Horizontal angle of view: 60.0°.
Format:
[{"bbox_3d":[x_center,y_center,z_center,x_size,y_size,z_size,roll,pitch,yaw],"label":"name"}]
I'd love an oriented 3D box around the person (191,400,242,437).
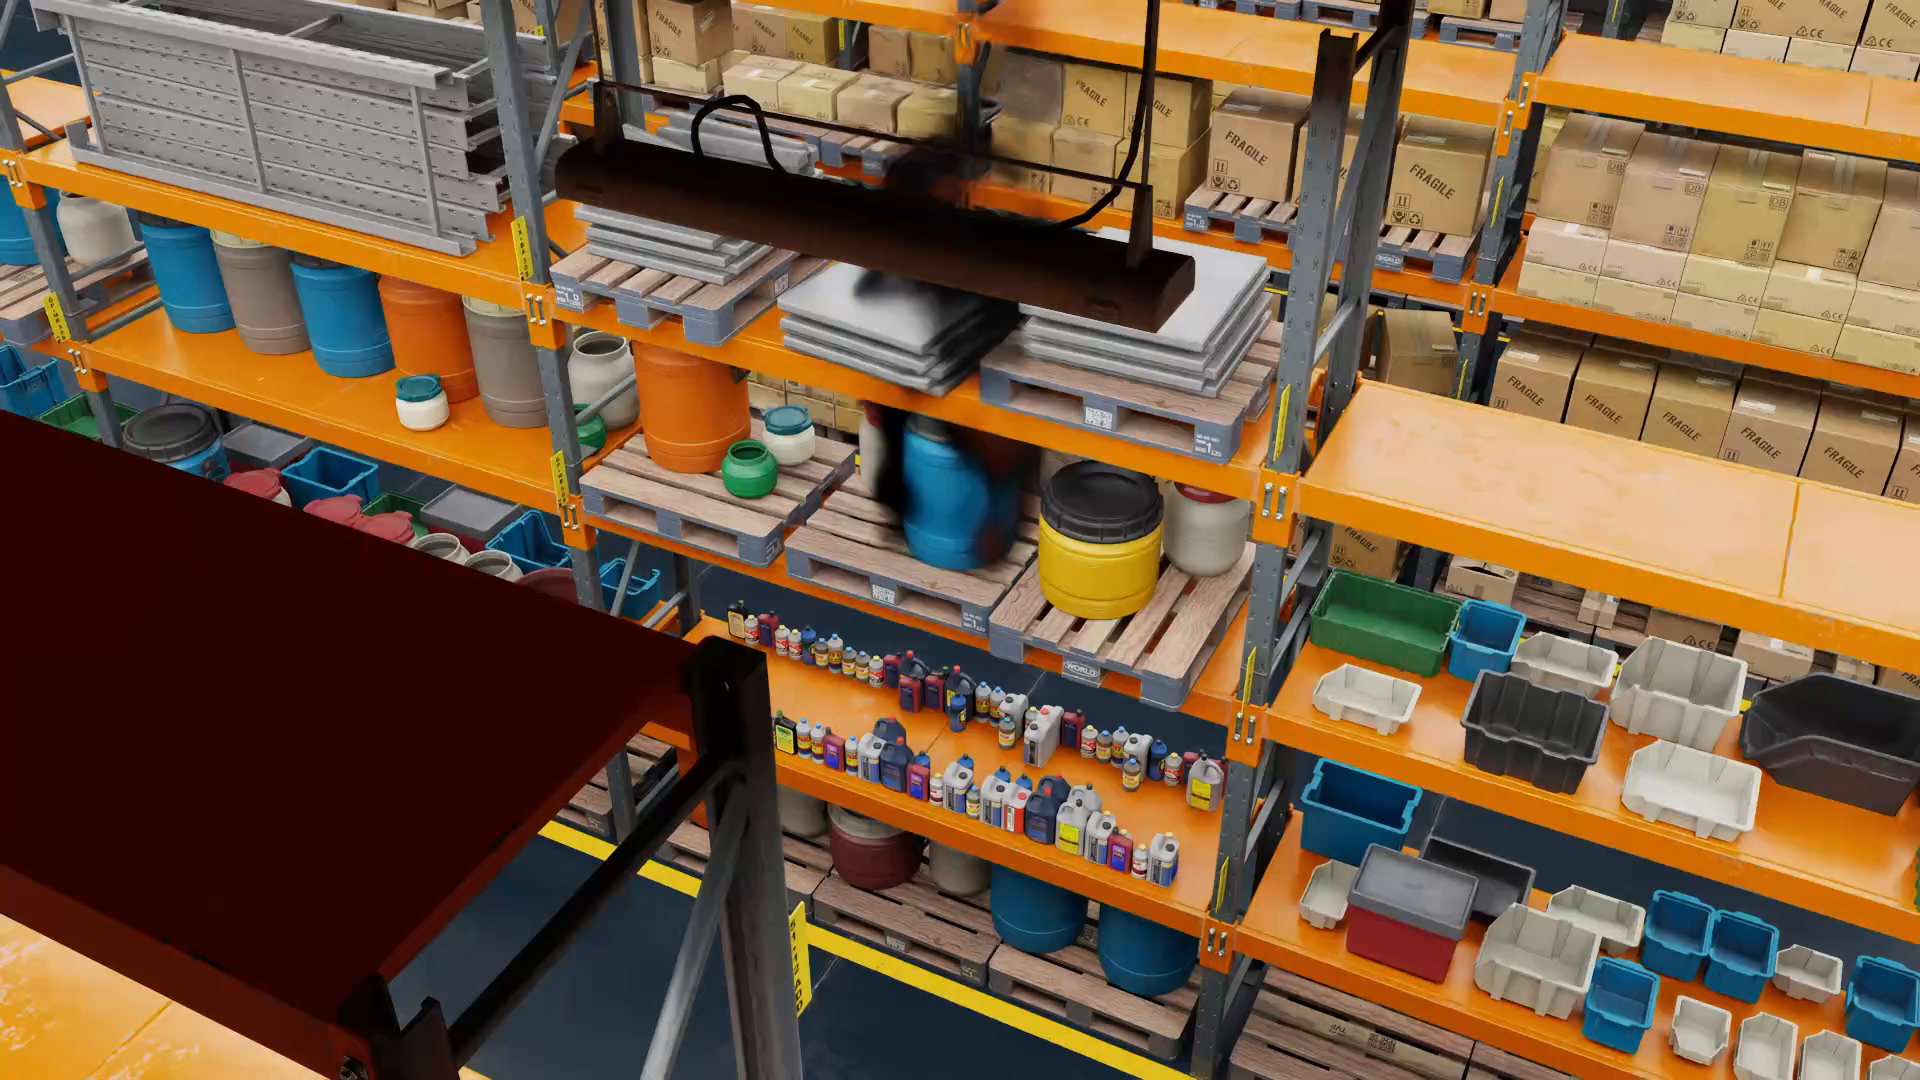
[{"bbox_3d":[-6.173,-1.212,14.105,0.609,1.717,0.697,9,36,12],"label":"person"}]
